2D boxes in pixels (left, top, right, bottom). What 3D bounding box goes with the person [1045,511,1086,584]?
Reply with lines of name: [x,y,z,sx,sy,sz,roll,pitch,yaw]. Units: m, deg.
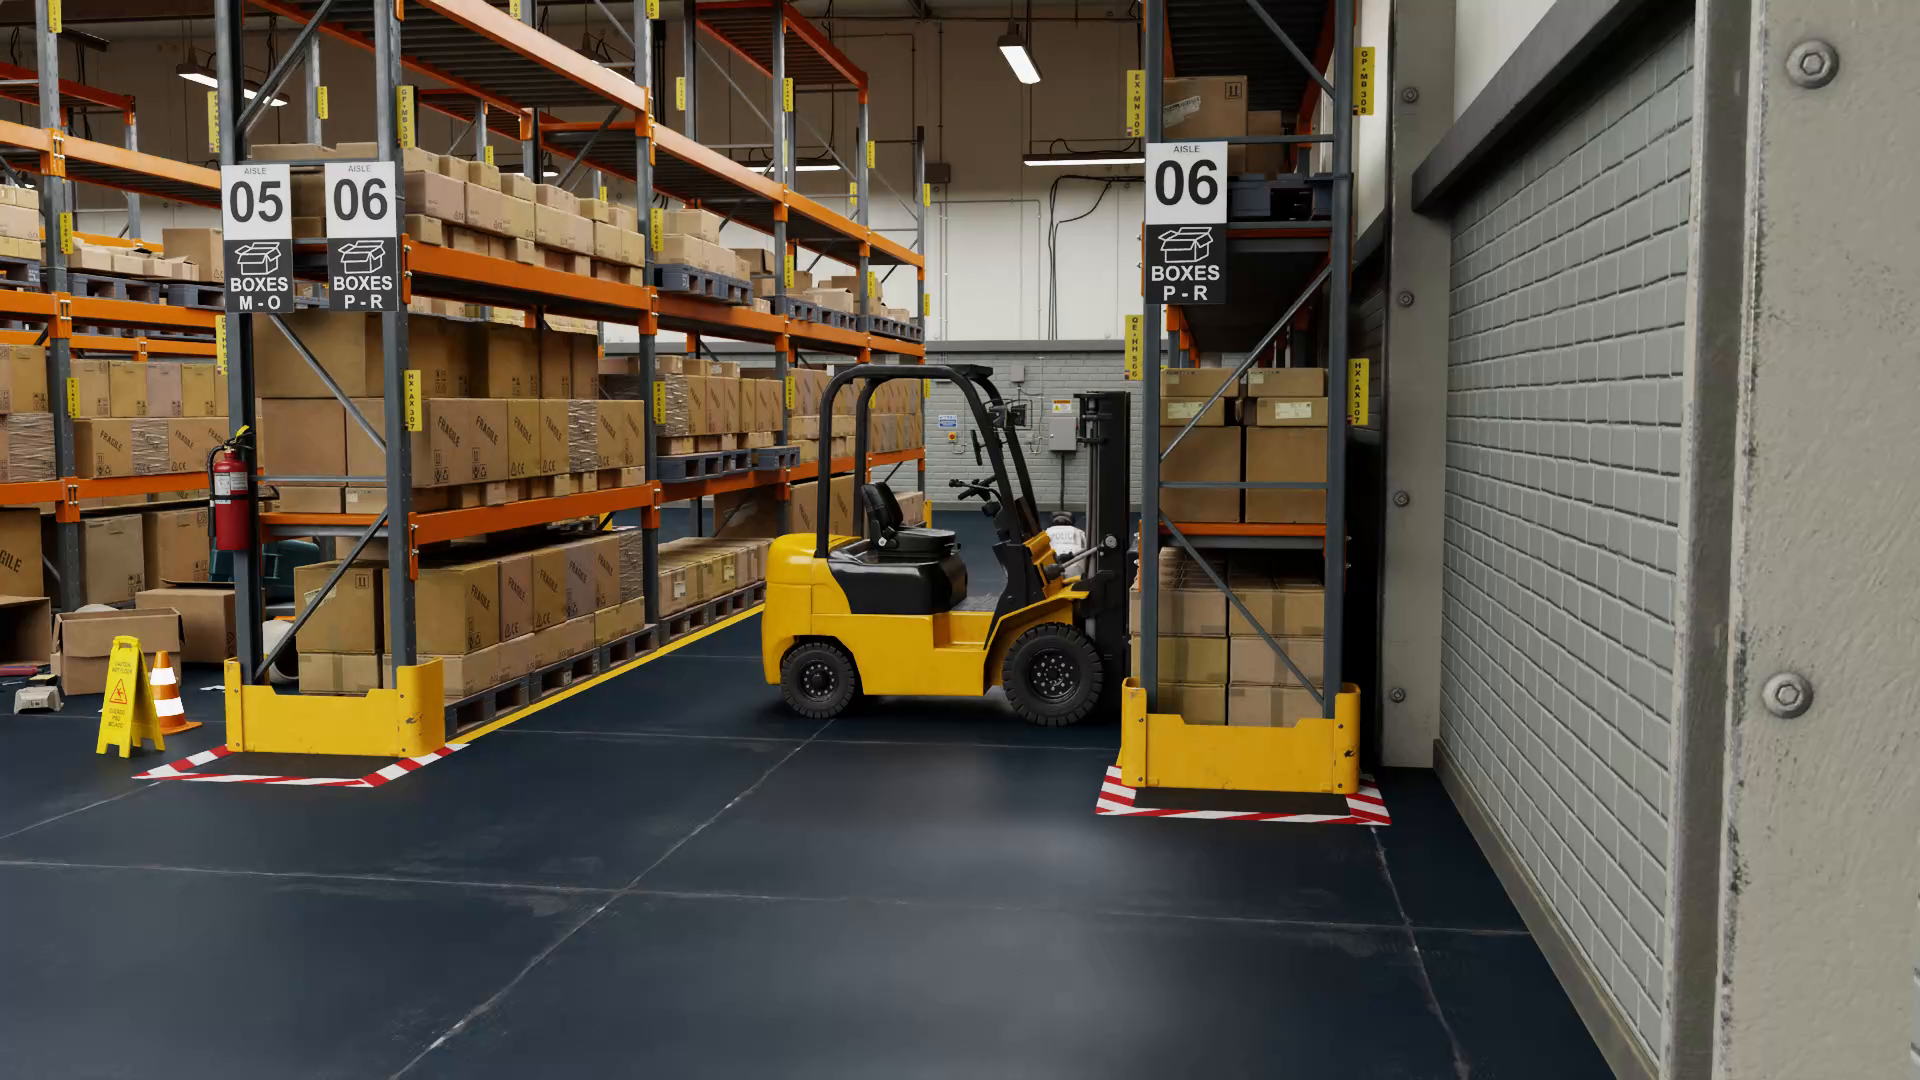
person: [0.914,0.251,14.629,0.457,0.980,0.860,1,5,7]
